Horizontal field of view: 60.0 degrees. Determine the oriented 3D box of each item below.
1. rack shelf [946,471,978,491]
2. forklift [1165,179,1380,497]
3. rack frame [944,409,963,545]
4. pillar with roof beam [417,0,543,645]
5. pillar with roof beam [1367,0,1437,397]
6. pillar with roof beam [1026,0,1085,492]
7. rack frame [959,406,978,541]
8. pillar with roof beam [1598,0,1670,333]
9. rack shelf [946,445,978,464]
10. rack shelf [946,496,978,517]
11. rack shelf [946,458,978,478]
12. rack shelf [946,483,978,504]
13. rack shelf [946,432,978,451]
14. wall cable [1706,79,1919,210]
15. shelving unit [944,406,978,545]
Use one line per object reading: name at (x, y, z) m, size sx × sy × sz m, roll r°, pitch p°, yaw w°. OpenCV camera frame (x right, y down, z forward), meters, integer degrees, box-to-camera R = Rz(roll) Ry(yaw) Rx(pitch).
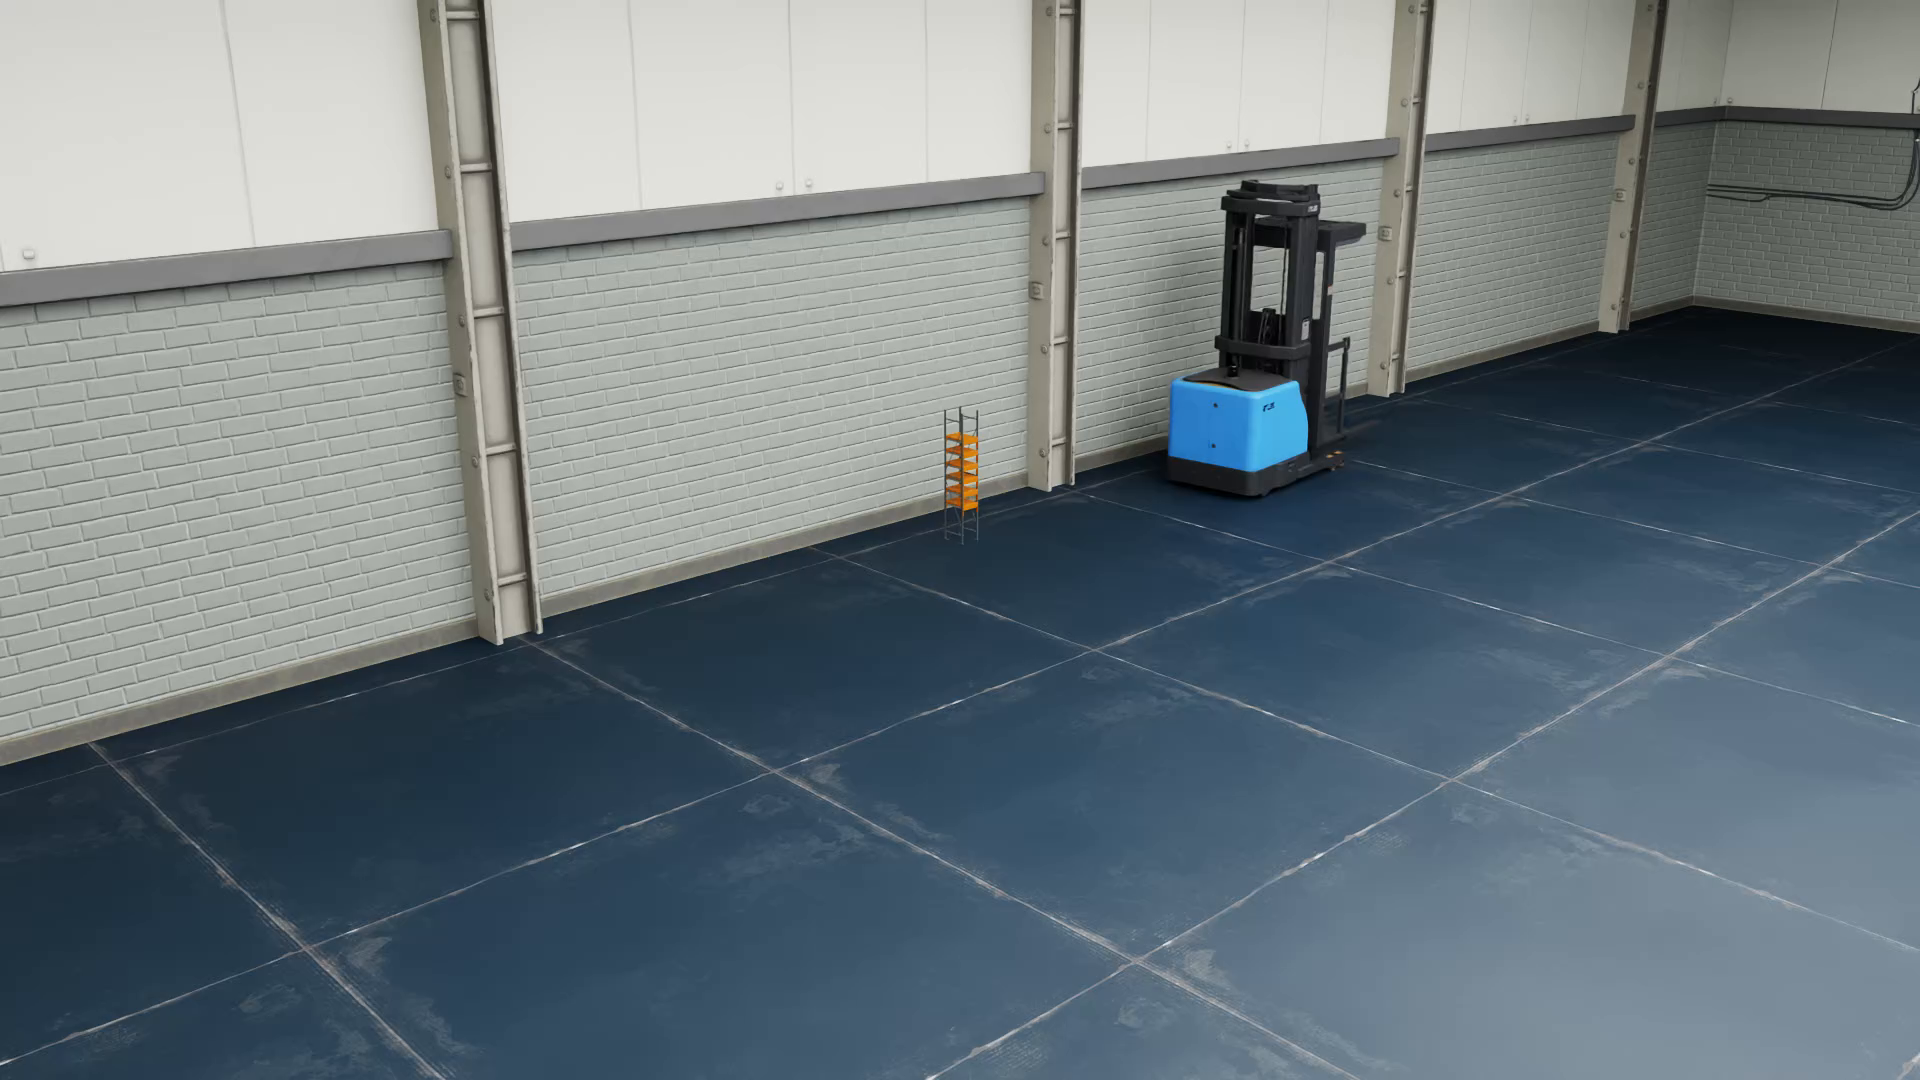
rack shelf at (0.011, -0.532, 14.823) m, size 0.180 × 0.103 × 0.258 m, roll -16°, pitch 24°, yaw -41°
forklift at (3.392, -2.201, 17.020) m, size 1.130 × 2.935 × 3.031 m, roll 14°, pitch 23°, yaw 38°
rack frame at (-0.056, -0.554, 14.749) m, size 0.006 × 1.200 × 0.240 m, roll -16°, pitch 24°, yaw -41°
pillar with roof beam at (-0.495, -2.598, 8.408) m, size 0.400 × 9.000 × 9.100 m, roll -16°, pitch 24°, yaw -41°
pillar with roof beam at (8.224, -5.141, 16.251) m, size 0.400 × 9.000 × 9.100 m, roll -16°, pitch 24°, yaw -41°
pillar with roof beam at (3.864, -3.870, 12.330) m, size 0.400 × 9.000 × 9.100 m, roll -16°, pitch 24°, yaw -41°
rack frame at (0.077, -0.593, 14.869) m, size 0.006 × 1.200 × 0.240 m, roll -16°, pitch 24°, yaw -41°
pillar with roof beam at (12.584, -6.413, 20.172) m, size 0.400 × 9.000 × 9.100 m, roll -16°, pitch 24°, yaw -41°
rack shelf at (0.011, -0.760, 14.749) m, size 0.180 × 0.103 × 0.258 m, roll -16°, pitch 24°, yaw -41°
rack shelf at (0.011, -0.303, 14.897) m, size 0.180 × 0.103 × 0.258 m, roll -16°, pitch 24°, yaw -41°
rack shelf at (0.011, -0.646, 14.786) m, size 0.180 × 0.103 × 0.258 m, roll -16°, pitch 24°, yaw -41°
rack shelf at (0.011, -0.417, 14.860) m, size 0.180 × 0.103 × 0.258 m, roll -16°, pitch 24°, yaw -41°
rack shelf at (0.011, -0.874, 14.712) m, size 0.180 × 0.103 × 0.258 m, roll -16°, pitch 24°, yaw -41°
wall cable at (12.675, -6.228, 24.638) m, size 0.112 × 2.526 × 3.097 m, roll -16°, pitch 24°, yaw -41°
shelving unit at (0.011, -0.574, 14.809) m, size 0.189 × 1.200 × 0.258 m, roll -16°, pitch 24°, yaw -41°
